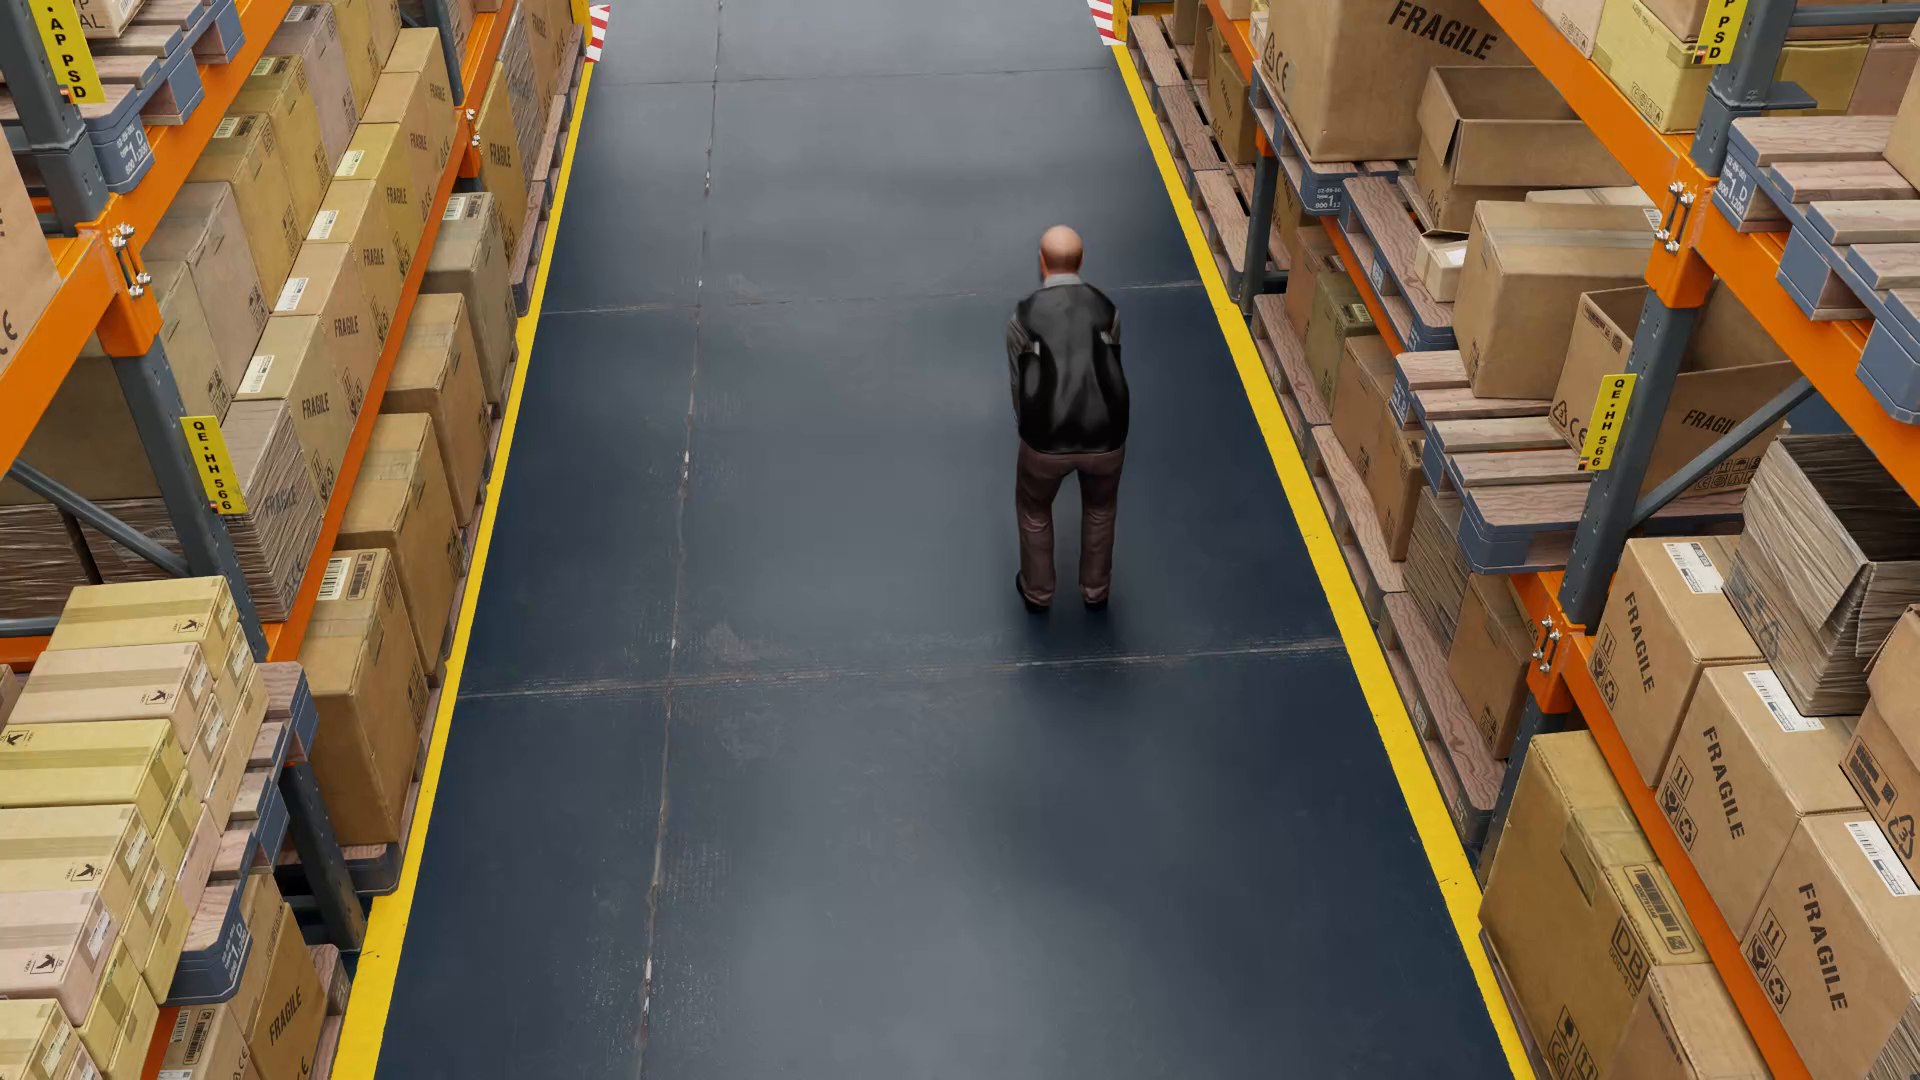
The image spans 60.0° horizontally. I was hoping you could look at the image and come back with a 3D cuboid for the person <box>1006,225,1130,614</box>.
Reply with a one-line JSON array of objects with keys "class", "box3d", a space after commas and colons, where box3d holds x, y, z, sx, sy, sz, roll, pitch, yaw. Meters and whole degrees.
[{"class": "person", "box3d": [0.426, -0.457, 6.845, 0.470, 1.598, 0.677, -4, 39, -5]}]
